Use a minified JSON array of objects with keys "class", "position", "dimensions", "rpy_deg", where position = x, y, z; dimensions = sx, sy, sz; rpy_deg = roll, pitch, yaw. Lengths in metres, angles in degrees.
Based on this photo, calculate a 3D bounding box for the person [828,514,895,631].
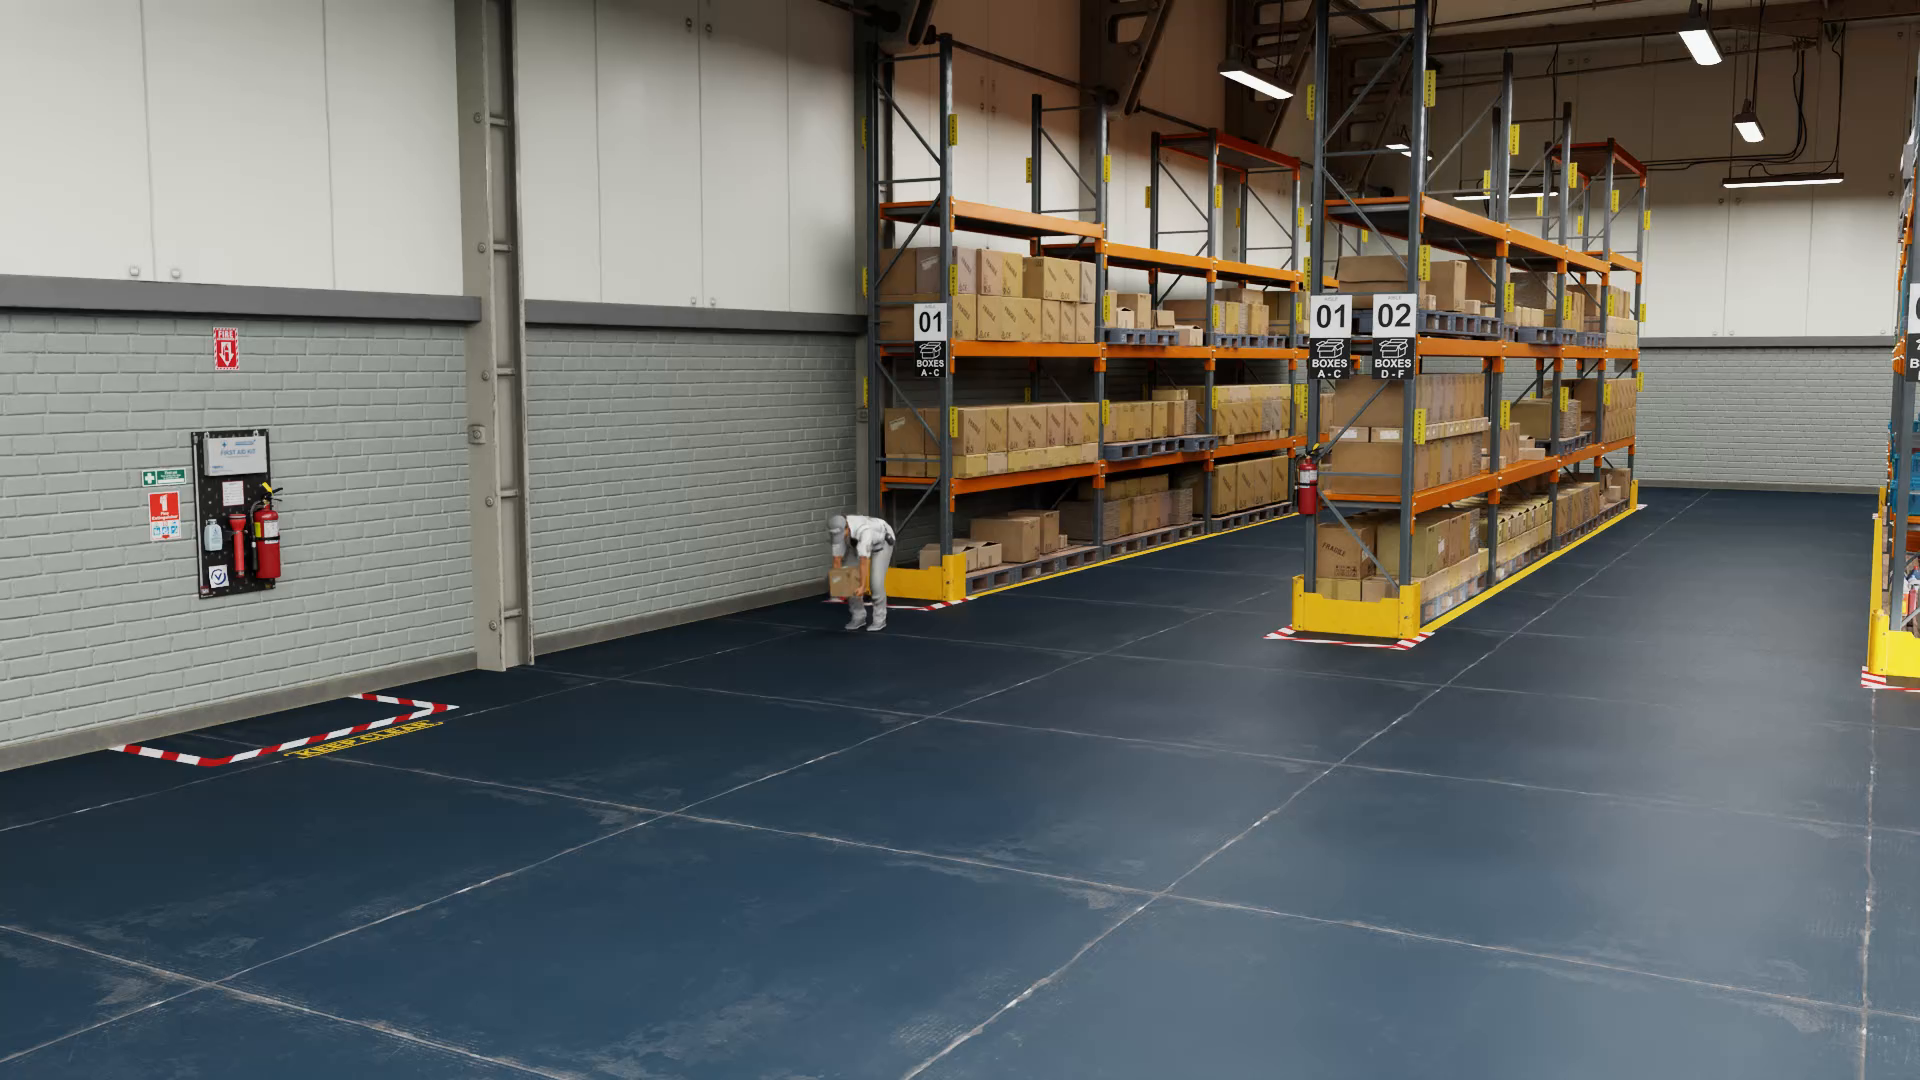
[{"class":"person","position":[-0.976,0.306,15.936],"dimensions":[0.459,1.152,0.935],"rpy_deg":[3,7,27]}]
